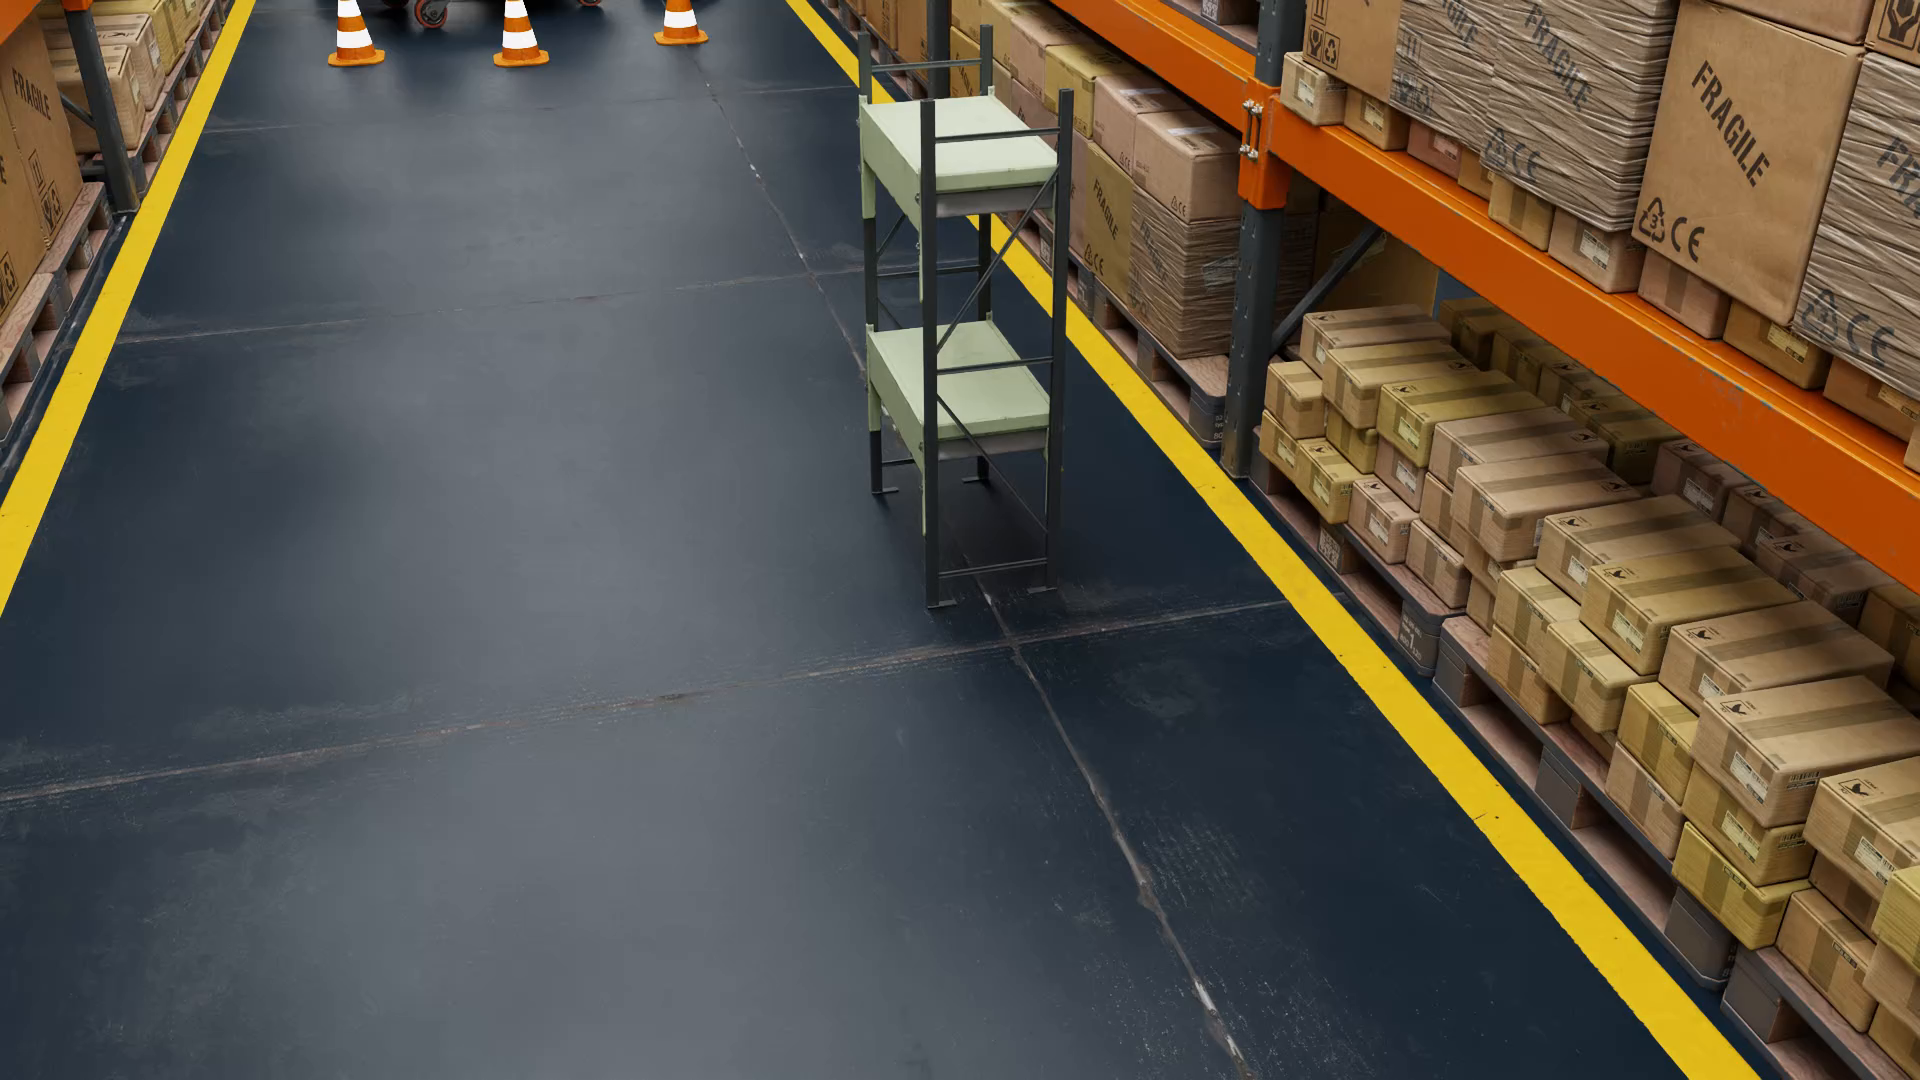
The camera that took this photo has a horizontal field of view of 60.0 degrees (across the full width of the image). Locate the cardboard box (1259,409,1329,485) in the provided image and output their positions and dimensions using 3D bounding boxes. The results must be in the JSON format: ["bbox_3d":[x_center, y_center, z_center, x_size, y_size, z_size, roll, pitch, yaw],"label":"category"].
[{"bbox_3d":[1.172,-0.318,5.232,0.380,0.149,0.250,-9,31,-15],"label":"cardboard box"}]

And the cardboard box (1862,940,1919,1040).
[{"bbox_3d":[1.892,0.799,3.006,0.380,0.149,0.250,-9,31,-15],"label":"cardboard box"}]

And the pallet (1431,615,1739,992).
[{"bbox_3d":[1.925,0.528,4.127,1.003,0.211,1.213,-8,31,-13],"label":"pallet"}]

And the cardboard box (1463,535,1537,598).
[{"bbox_3d":[1.545,0.042,4.313,0.380,0.149,0.250,-6,31,-11],"label":"cardboard box"}]

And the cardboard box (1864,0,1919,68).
[{"bbox_3d":[1.804,-0.944,2.492,0.500,0.500,0.500,-6,31,-11],"label":"cardboard box"}]

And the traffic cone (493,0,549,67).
[{"bbox_3d":[-2.764,-3.228,10.365,0.336,0.463,0.334,-8,31,-13],"label":"traffic cone"}]

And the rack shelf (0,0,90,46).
[{"bbox_3d":[-3.892,-1.537,5.628,1.077,0.370,4.000,-8,31,-13],"label":"rack shelf"}]

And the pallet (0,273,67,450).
[{"bbox_3d":[-3.966,-0.628,6.124,1.003,0.211,1.213,-8,31,-13],"label":"pallet"}]

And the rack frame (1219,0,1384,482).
[{"bbox_3d":[1.385,-1.589,5.001,1.000,3.000,0.127,-8,31,-13],"label":"rack frame"}]

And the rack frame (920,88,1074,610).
[{"bbox_3d":[0.095,-0.476,4.574,0.400,1.500,0.023,-8,31,-13],"label":"rack frame"}]

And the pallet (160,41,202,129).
[{"bbox_3d":[-4.949,-2.573,9.484,1.003,0.211,1.213,-8,31,-13],"label":"pallet"}]

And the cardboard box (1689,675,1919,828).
[{"bbox_3d":[1.726,0.423,3.358,0.380,0.149,0.250,-7,31,-11],"label":"cardboard box"}]

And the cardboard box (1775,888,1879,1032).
[{"bbox_3d":[1.875,0.801,3.298,0.380,0.149,0.250,-8,31,-13],"label":"cardboard box"}]

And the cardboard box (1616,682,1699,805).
[{"bbox_3d":[1.692,0.424,3.653,0.380,0.149,0.250,-6,31,-11],"label":"cardboard box"}]

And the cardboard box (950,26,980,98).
[{"bbox_3d":[0.265,-2.245,8.211,0.500,0.500,0.500,-9,31,-15],"label":"cardboard box"}]

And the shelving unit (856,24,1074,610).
[{"bbox_3d":[-0.002,-0.652,4.880,0.431,1.500,0.755,-8,31,-13],"label":"shelving unit"}]

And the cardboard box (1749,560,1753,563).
[{"bbox_3d":[2.057,0.087,4.235,0.380,0.149,0.250,-9,31,-16],"label":"cardboard box"}]

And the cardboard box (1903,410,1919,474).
[{"bbox_3d":[1.845,-0.164,2.789,0.380,0.149,0.250,-9,31,-15],"label":"cardboard box"}]

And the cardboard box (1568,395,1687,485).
[{"bbox_3d":[1.903,-0.284,4.579,0.380,0.149,0.250,-7,31,-12],"label":"cardboard box"}]

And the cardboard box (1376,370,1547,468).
[{"bbox_3d":[1.407,-0.344,4.683,0.380,0.149,0.250,-8,31,-14],"label":"cardboard box"}]

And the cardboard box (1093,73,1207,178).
[{"bbox_3d":[0.820,-1.590,6.329,0.500,0.250,0.500,-6,31,-11],"label":"cardboard box"}]

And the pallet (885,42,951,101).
[{"bbox_3d":[0.186,-2.705,9.712,1.003,0.211,1.213,-8,31,-13],"label":"pallet"}]

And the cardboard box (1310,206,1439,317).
[{"bbox_3d":[1.444,-1.081,6.199,0.500,0.500,0.500,-7,31,-11],"label":"cardboard box"}]

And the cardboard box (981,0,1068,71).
[{"bbox_3d":[0.407,-2.335,7.618,0.500,0.250,0.500,-8,31,-14],"label":"cardboard box"}]

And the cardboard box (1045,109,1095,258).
[{"bbox_3d":[0.678,-1.509,6.939,0.500,0.500,0.500,-9,31,-14],"label":"cardboard box"}]

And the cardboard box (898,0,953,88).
[{"bbox_3d":[0.248,-3.035,9.326,1.050,0.750,0.750,-8,31,-14],"label":"cardboard box"}]

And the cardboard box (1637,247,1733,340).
[{"bbox_3d":[1.657,-0.547,3.451,0.380,0.149,0.250,-7,31,-11],"label":"cardboard box"}]

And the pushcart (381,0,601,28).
[{"bbox_3d":[-3.299,-3.938,11.677,1.648,0.377,0.936,-20,35,-30],"label":"pushcart"}]

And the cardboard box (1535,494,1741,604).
[{"bbox_3d":[1.639,0.033,4.031,0.380,0.149,0.250,-9,31,-15],"label":"cardboard box"}]

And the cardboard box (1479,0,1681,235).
[{"bbox_3d":[1.510,-1.002,3.590,0.500,0.500,0.500,-9,31,-14],"label":"cardboard box"}]

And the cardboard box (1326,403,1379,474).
[{"bbox_3d":[1.326,-0.338,4.969,0.380,0.149,0.250,-8,31,-13],"label":"cardboard box"}]

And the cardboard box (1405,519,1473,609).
[{"bbox_3d":[1.474,0.039,4.614,0.380,0.149,0.250,-8,31,-14],"label":"cardboard box"}]

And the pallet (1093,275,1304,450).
[{"bbox_3d":[1.177,-0.758,6.349,1.003,0.211,1.213,-8,31,-13],"label":"pallet"}]

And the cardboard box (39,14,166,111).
[{"bbox_3d":[-4.767,-2.488,8.758,0.950,0.372,0.625,-8,31,-14],"label":"cardboard box"}]

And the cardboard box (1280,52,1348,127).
[{"bbox_3d":[1.144,-1.300,4.752,0.380,0.149,0.250,-7,31,-11],"label":"cardboard box"}]

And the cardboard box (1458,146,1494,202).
[{"bbox_3d":[1.473,-0.931,4.115,0.380,0.149,0.250,-9,31,-15],"label":"cardboard box"}]

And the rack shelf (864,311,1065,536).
[{"bbox_3d":[-0.002,-0.370,5.043,0.431,0.370,0.720,-8,31,-13],"label":"rack shelf"}]

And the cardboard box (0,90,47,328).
[{"bbox_3d":[-4.087,-1.300,6.204,0.875,0.875,0.875,-7,31,-13],"label":"cardboard box"}]

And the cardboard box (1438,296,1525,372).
[{"bbox_3d":[1.730,-0.657,5.224,0.380,0.149,0.250,-7,31,-12],"label":"cardboard box"}]

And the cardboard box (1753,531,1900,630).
[{"bbox_3d":[2.108,0.098,3.920,0.380,0.149,0.250,-8,31,-13],"label":"cardboard box"}]

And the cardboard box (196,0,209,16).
[{"bbox_3d":[-5.343,-3.537,10.571,0.950,0.372,0.625,-7,31,-13],"label":"cardboard box"}]

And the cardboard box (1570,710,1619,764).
[{"bbox_3d":[1.699,0.420,3.957,0.380,0.149,0.250,-7,31,-12],"label":"cardboard box"}]
